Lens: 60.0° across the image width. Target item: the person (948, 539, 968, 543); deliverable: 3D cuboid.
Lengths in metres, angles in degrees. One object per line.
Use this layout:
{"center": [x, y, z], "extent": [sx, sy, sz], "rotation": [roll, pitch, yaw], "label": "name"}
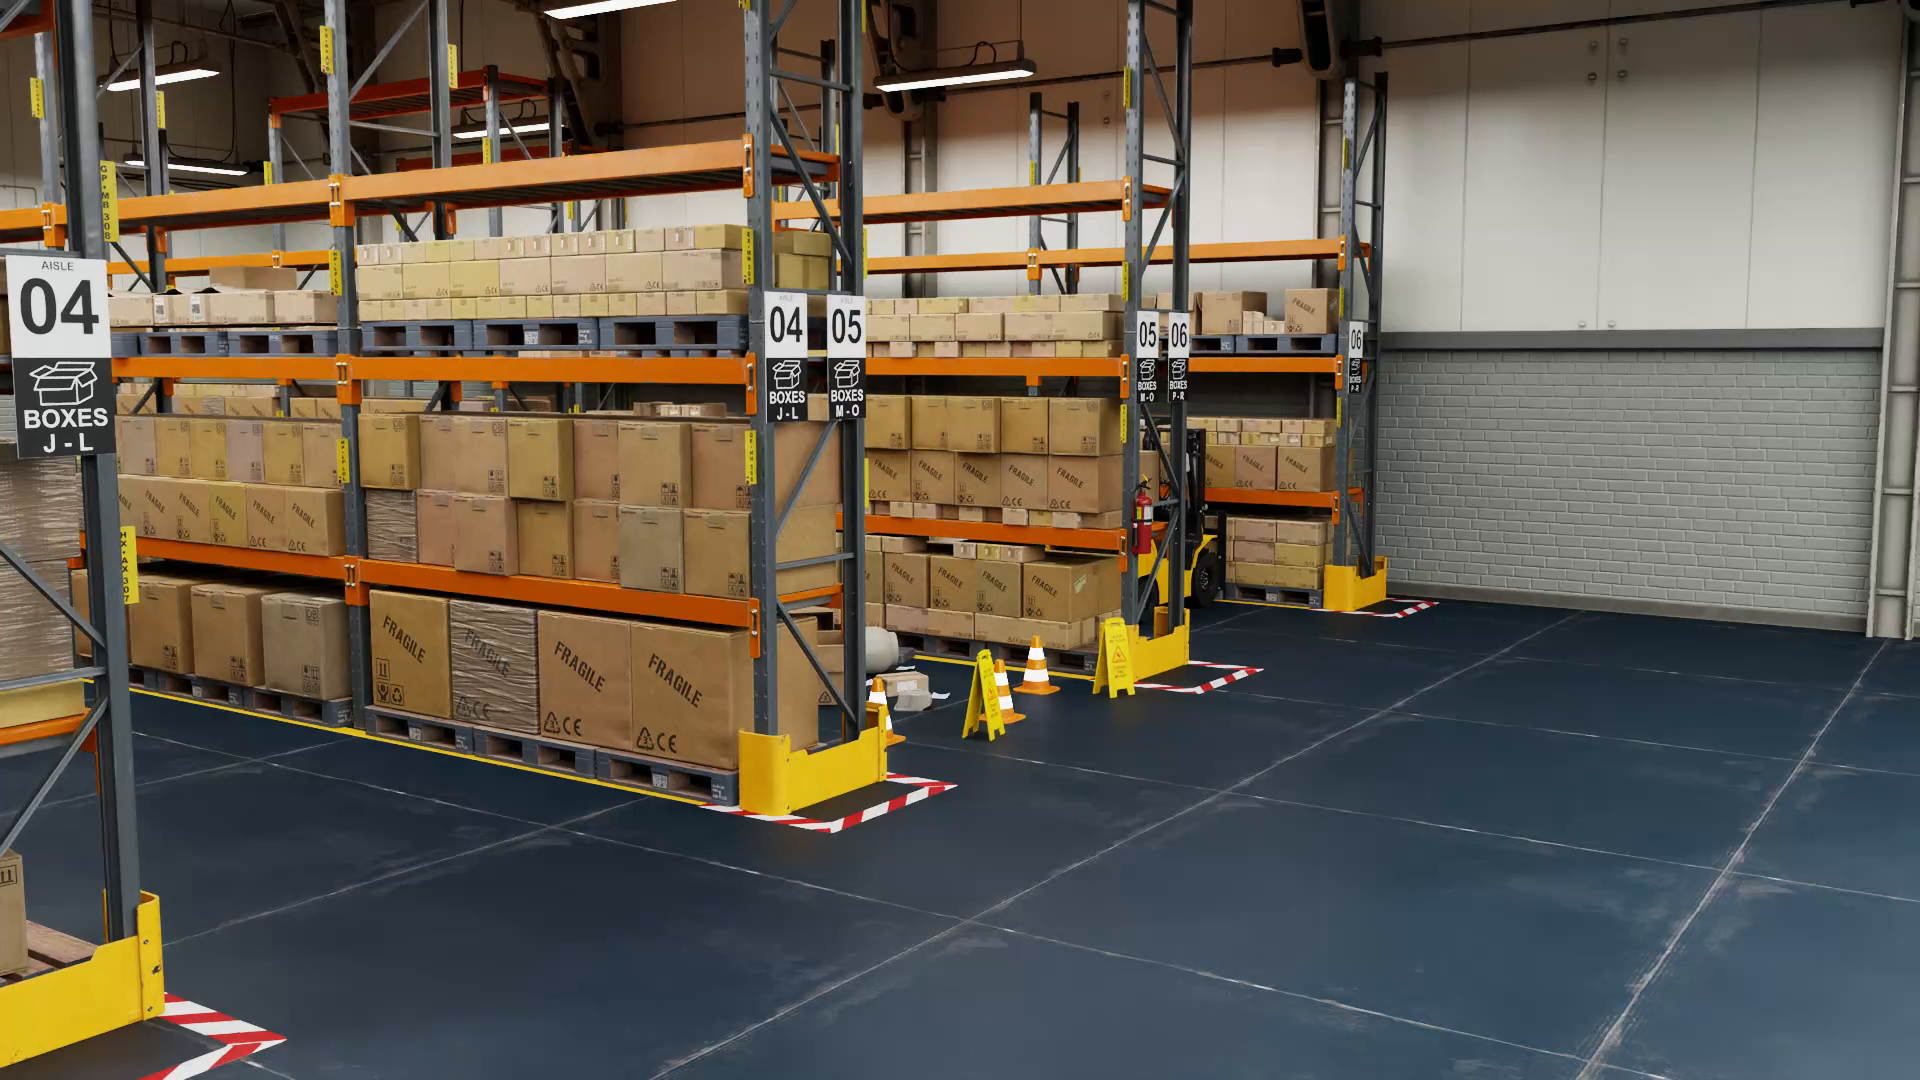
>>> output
{"center": [0.080, 0.395, 18.495], "extent": [0.551, 0.828, 1.026], "rotation": [4, 7, 32], "label": "person"}
